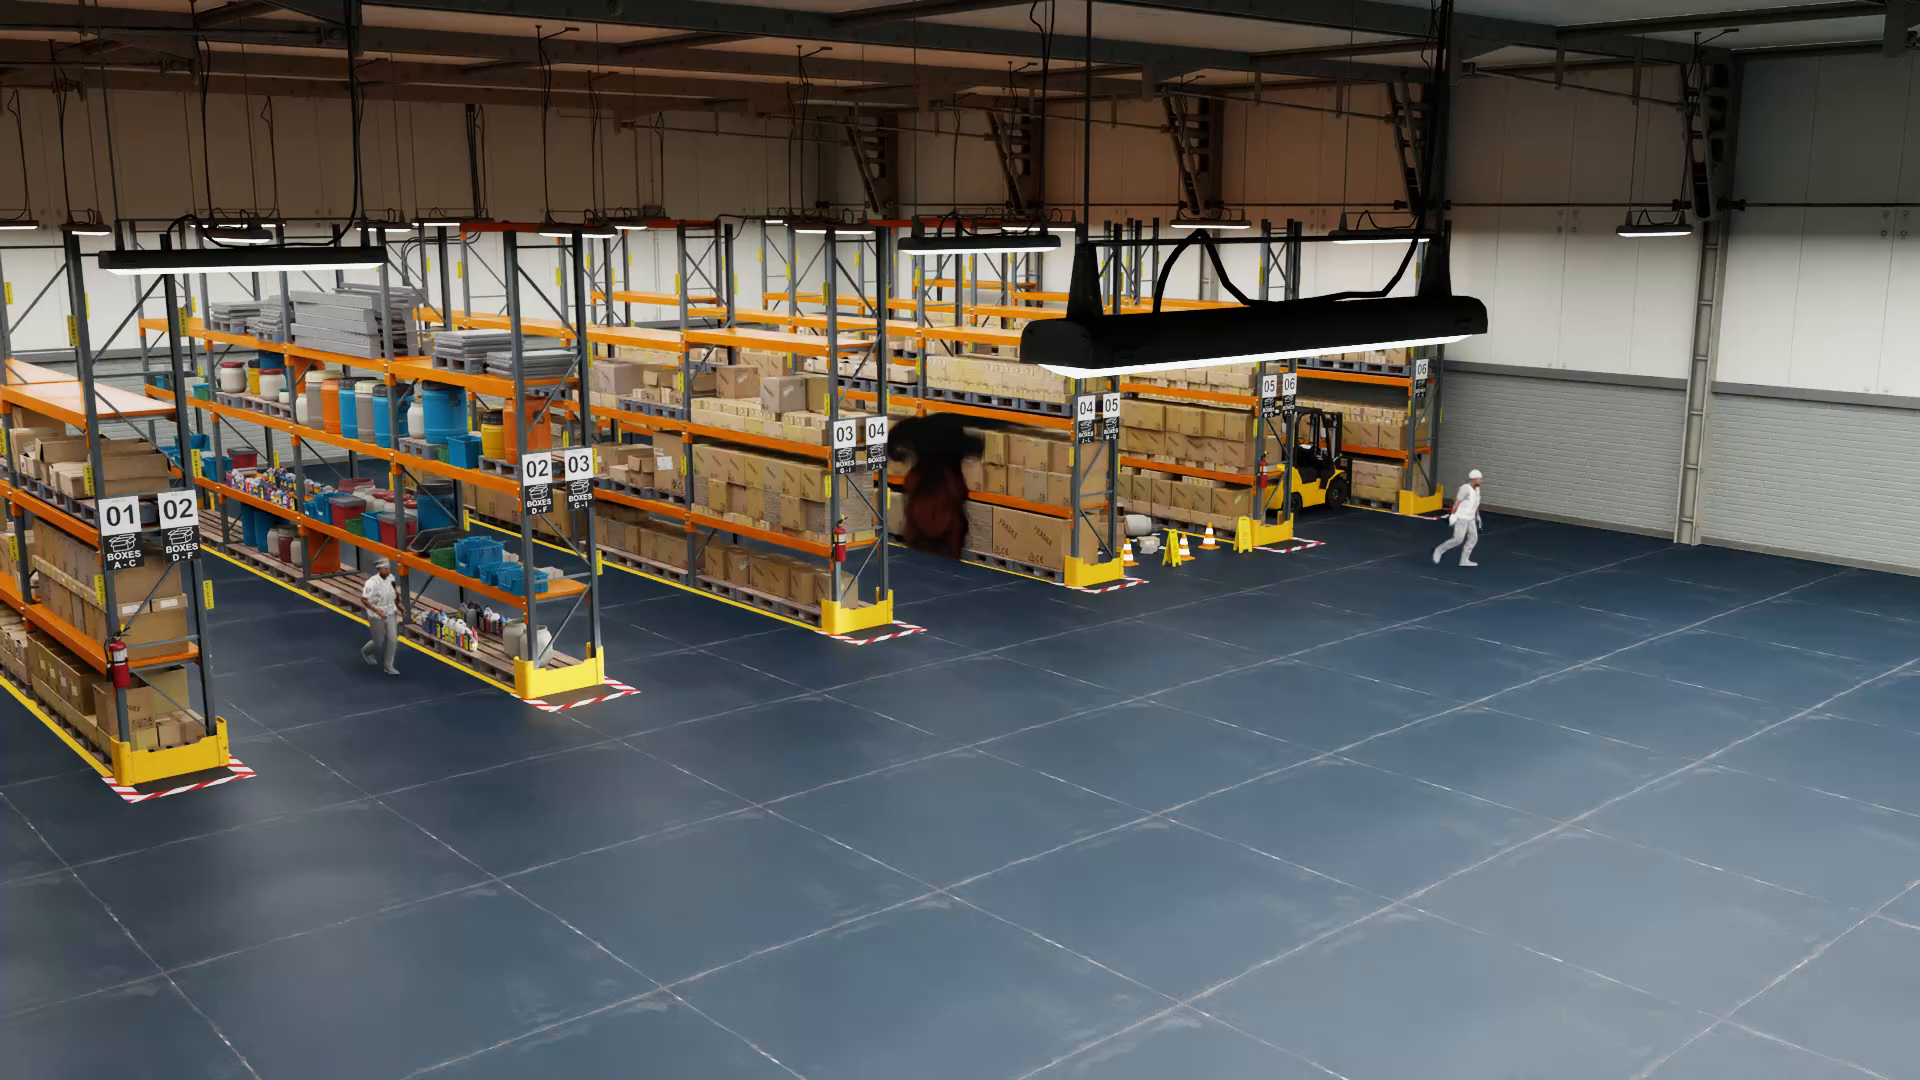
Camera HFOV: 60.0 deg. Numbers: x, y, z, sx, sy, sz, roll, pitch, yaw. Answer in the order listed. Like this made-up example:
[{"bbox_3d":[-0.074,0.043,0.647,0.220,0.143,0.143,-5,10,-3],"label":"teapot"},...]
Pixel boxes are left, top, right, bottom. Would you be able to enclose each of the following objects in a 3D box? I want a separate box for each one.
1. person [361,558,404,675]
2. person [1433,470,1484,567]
[{"bbox_3d":[-7.966,1.010,22.772,0.730,1.643,0.574,10,15,40],"label":"person"},{"bbox_3d":[8.844,-0.396,29.477,0.744,1.728,0.773,9,14,36],"label":"person"}]
